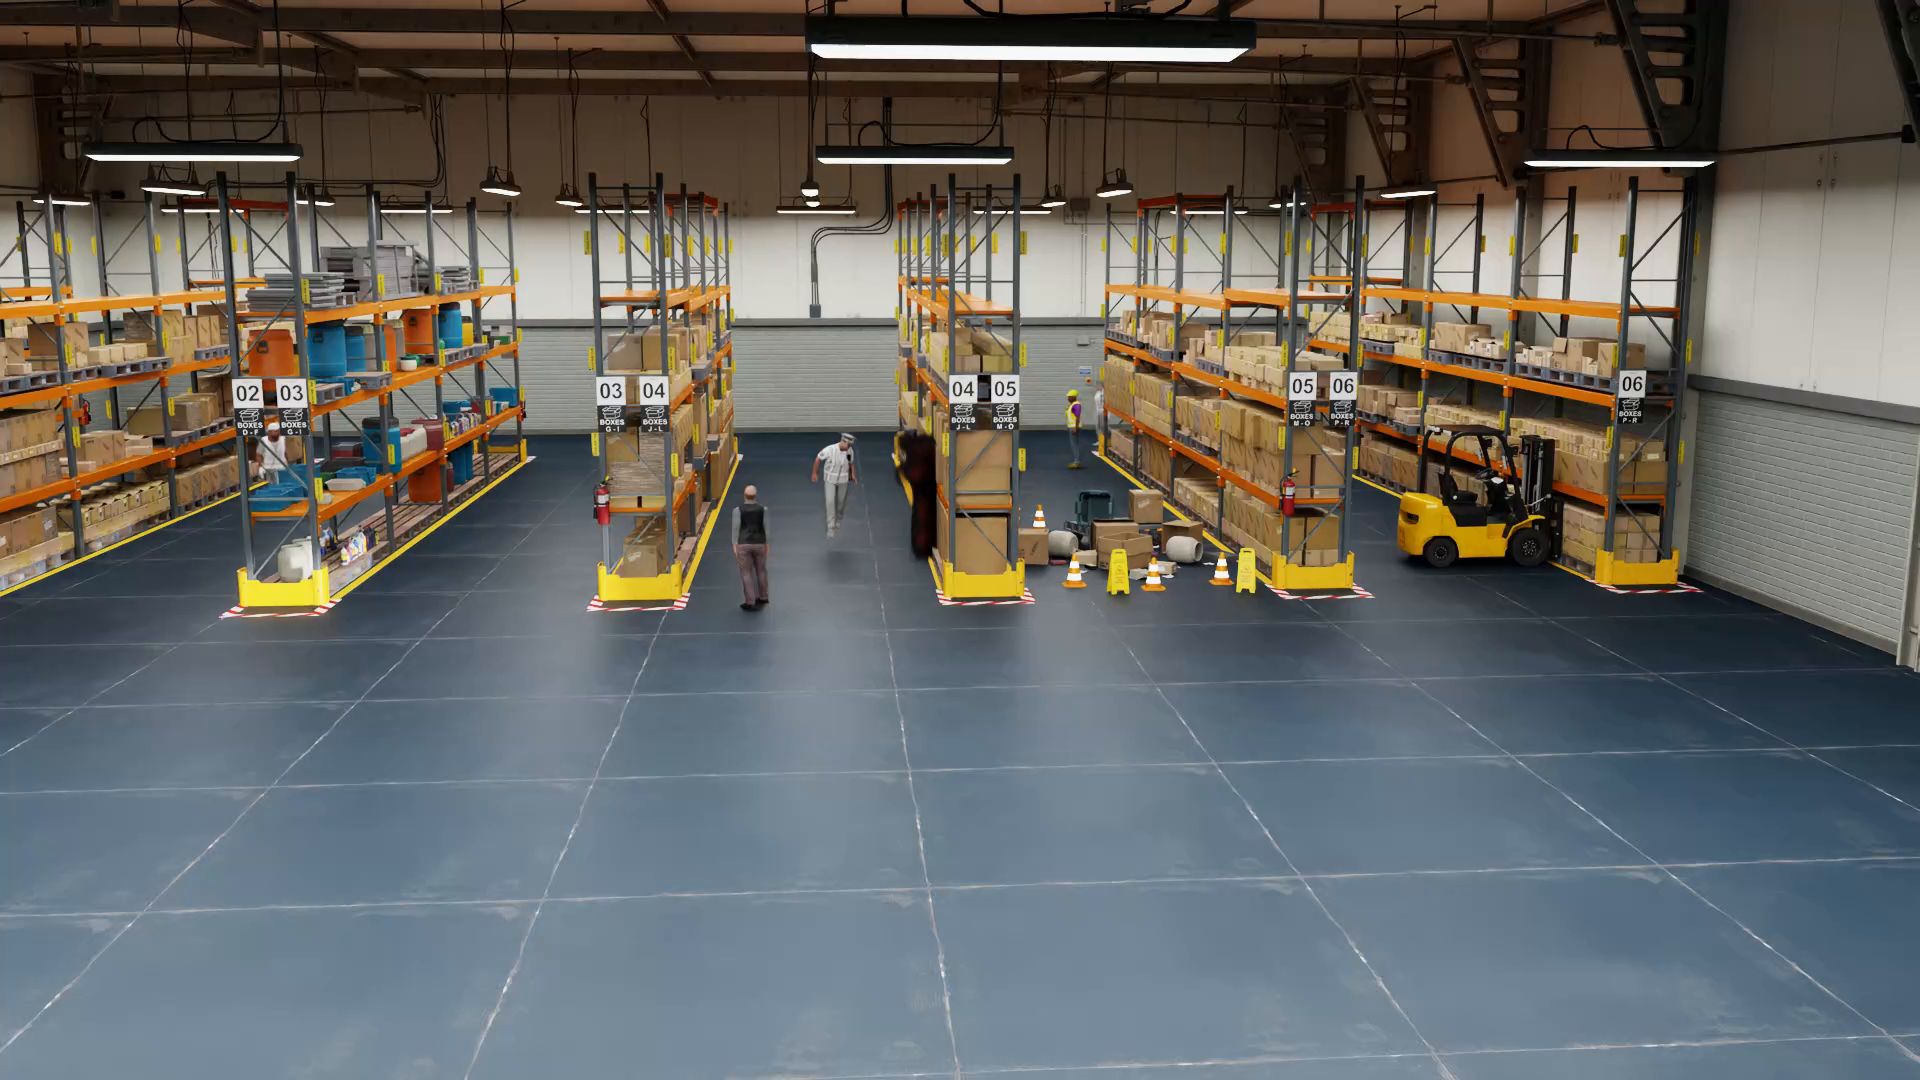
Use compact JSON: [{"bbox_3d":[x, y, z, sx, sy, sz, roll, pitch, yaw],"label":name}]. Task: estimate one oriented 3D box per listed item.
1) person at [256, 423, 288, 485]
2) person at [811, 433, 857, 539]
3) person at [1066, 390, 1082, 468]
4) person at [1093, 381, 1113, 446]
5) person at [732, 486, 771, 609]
[{"bbox_3d":[-12.874,-1.331,31.135,0.494,1.732,1.067,-1,10,-4],"label":"person"},{"bbox_3d":[-2.091,-0.934,27.615,0.755,1.709,0.956,-1,10,-6],"label":"person"},{"bbox_3d":[2.599,-2.554,38.071,0.366,1.767,0.674,-1,10,-7],"label":"person"},{"bbox_3d":[3.671,-3.214,42.126,0.604,1.649,0.517,-3,11,-18],"label":"person"},{"bbox_3d":[-2.931,0.087,23.265,0.548,1.732,0.550,-4,11,-19],"label":"person"}]
